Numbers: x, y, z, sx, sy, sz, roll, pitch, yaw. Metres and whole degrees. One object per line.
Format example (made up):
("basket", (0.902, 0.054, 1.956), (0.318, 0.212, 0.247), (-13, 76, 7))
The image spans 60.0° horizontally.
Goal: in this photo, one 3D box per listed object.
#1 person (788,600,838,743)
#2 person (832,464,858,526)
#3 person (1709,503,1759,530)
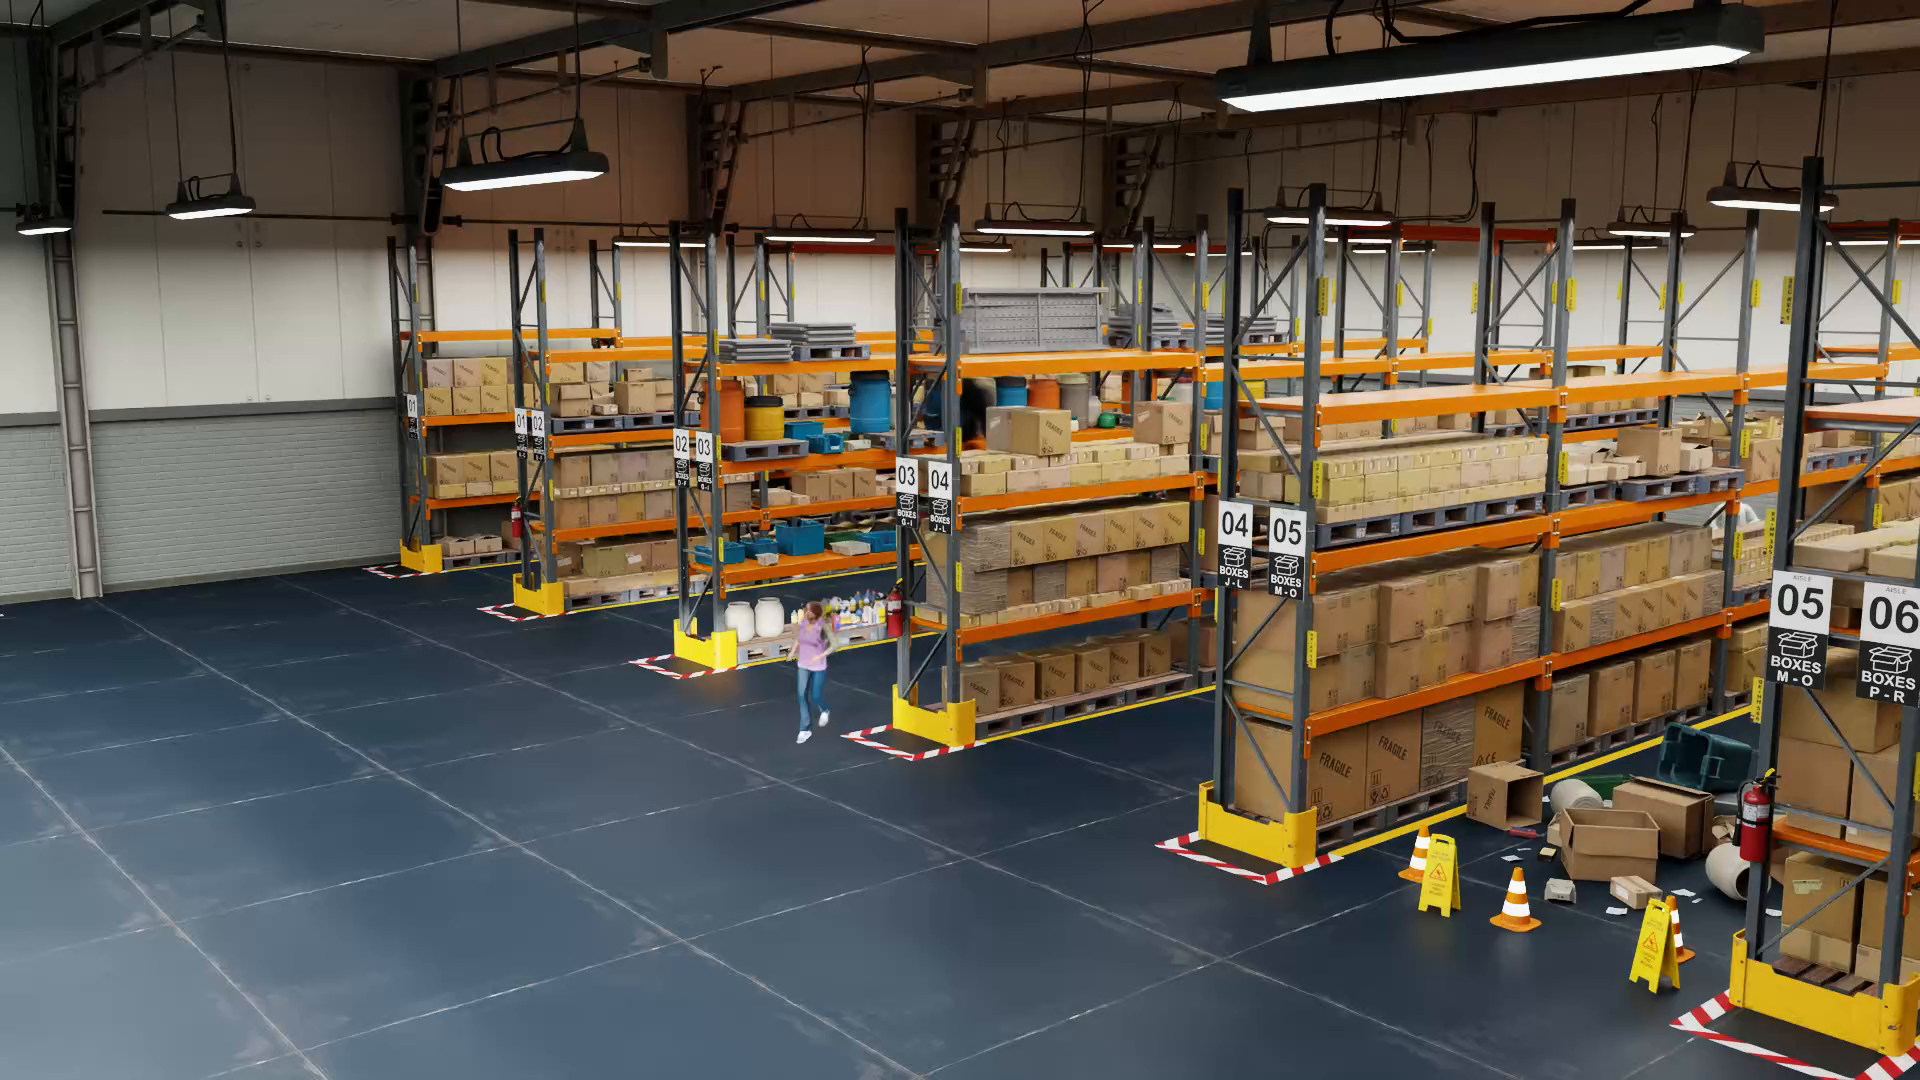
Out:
("person", (-1.669, 1.479, 19.078), (0.586, 1.607, 0.733), (4, 10, 26))
("person", (-2.258, -0.800, 33.276), (0.745, 1.835, 0.704), (-7, 11, -38))
("person", (12.995, 0.019, 27.964), (0.768, 1.735, 0.833), (3, 9, 16))
